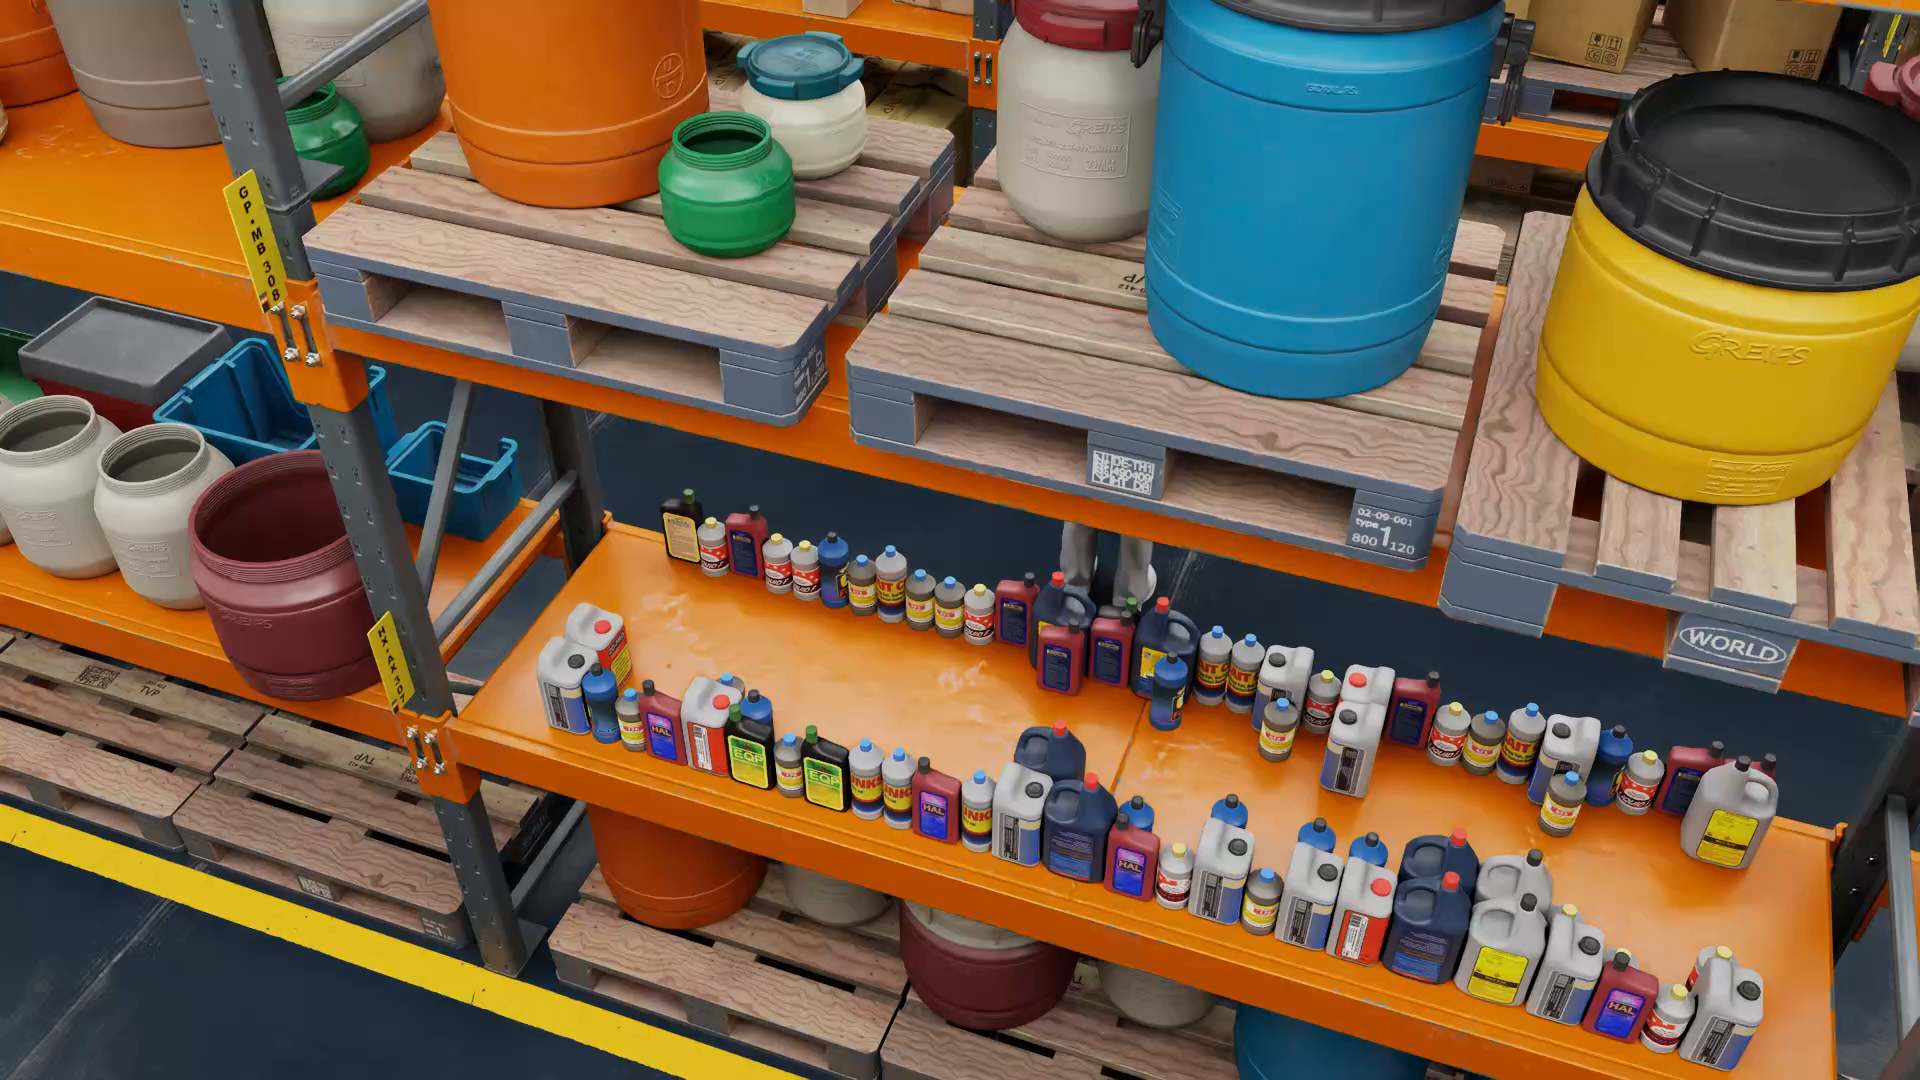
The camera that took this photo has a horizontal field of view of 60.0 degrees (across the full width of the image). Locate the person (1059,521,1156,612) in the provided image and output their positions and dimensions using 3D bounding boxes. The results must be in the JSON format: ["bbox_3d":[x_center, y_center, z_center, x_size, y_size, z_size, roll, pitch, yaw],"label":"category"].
[{"bbox_3d":[0.615,-0.446,6.694,0.564,1.770,0.377,14,43,16],"label":"person"}]
